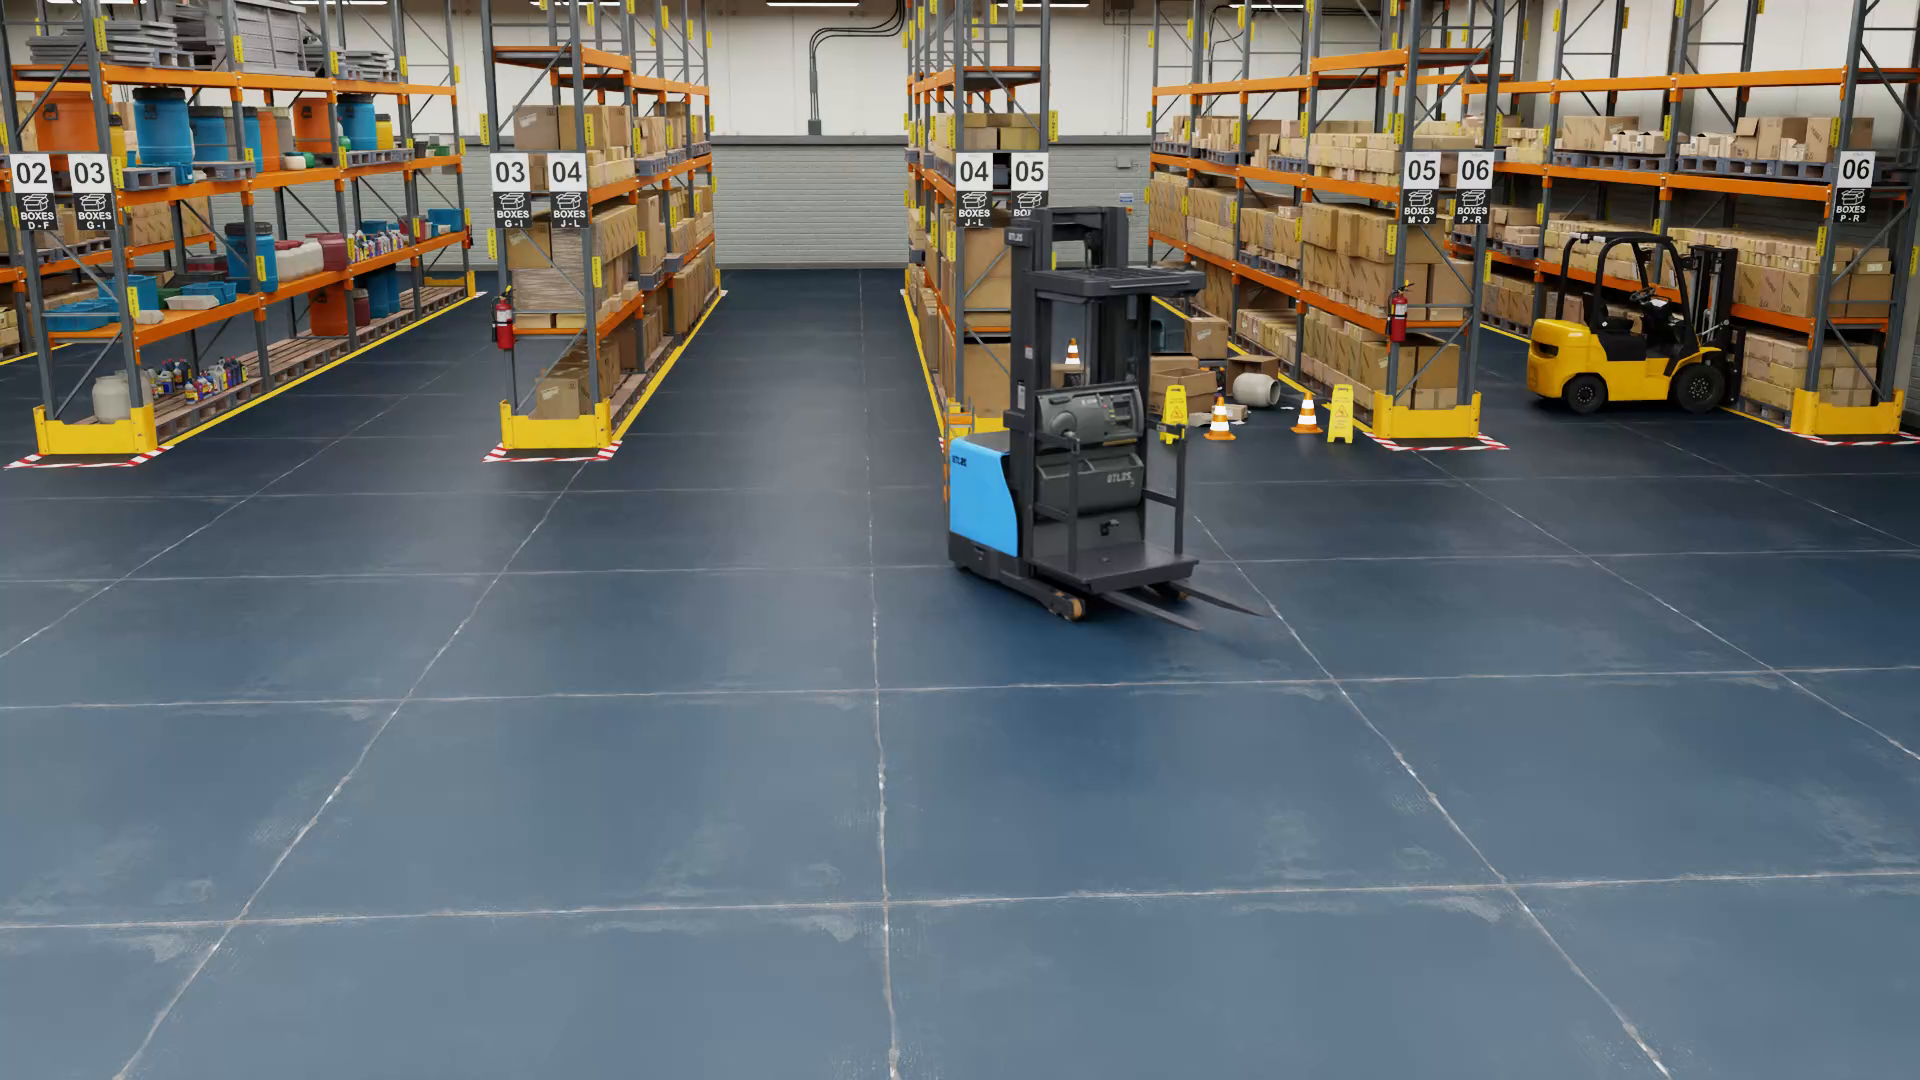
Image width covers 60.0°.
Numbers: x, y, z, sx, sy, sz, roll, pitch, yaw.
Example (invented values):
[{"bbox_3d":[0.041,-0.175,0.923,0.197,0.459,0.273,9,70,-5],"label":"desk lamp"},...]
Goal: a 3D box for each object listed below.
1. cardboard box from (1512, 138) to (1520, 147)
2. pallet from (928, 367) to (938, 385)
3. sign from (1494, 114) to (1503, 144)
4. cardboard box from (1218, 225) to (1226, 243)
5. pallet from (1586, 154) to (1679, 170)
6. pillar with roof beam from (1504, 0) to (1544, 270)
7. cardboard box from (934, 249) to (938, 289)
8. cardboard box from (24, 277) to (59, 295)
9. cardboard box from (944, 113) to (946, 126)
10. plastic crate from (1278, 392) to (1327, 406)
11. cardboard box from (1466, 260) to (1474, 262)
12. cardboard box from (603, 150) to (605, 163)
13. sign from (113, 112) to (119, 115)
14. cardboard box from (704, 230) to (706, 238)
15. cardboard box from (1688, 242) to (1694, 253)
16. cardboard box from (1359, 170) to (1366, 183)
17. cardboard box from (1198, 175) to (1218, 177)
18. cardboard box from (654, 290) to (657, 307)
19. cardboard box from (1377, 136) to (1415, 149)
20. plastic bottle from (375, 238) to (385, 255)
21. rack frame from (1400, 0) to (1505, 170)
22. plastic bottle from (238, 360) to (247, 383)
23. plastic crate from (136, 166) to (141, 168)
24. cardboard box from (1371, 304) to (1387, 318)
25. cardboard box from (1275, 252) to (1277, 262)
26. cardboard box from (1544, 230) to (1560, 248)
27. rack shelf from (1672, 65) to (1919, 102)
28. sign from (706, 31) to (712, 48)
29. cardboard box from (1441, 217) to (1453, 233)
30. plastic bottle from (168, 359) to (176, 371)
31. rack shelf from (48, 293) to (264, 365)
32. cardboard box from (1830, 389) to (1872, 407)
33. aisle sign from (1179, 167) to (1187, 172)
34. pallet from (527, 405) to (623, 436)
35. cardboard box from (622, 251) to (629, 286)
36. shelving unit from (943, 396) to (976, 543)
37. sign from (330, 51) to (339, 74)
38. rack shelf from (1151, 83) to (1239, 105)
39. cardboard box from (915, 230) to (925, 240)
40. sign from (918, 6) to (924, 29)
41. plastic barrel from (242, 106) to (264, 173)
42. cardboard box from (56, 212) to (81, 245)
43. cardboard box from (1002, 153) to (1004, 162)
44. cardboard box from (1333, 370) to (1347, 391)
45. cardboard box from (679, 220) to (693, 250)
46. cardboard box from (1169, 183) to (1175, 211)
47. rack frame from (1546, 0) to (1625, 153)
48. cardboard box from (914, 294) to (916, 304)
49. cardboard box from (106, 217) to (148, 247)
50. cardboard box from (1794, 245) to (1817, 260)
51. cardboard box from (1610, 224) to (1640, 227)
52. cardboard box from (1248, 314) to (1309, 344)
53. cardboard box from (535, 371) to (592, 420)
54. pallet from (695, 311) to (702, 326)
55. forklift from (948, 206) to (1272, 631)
[{"bbox_3d":[9.528,-6.694,28.003,0.380,0.149,0.250,0,14,-2],"label":"cardboard box"},{"bbox_3d":[0.080,-2.382,23.361,1.003,0.211,1.213,-1,14,-3],"label":"pallet"},{"bbox_3d":[5.927,-4.533,18.350,0.100,0.325,0.005,-1,14,-3],"label":"sign"},{"bbox_3d":[4.571,-5.052,27.438,0.500,0.250,0.500,-1,14,-5],"label":"cardboard box"},{"bbox_3d":[10.047,-5.631,24.753,1.003,0.211,1.213,0,14,-1],"label":"pallet"},{"bbox_3d":[6.155,-8.736,30.422,9.100,9.000,0.400,-1,14,-3],"label":"pillar with roof beam"},{"bbox_3d":[-0.096,-3.716,22.748,0.500,0.500,0.500,-1,14,-4],"label":"cardboard box"},{"bbox_3d":[-15.256,-4.196,27.444,0.500,0.250,0.500,-1,14,-4],"label":"cardboard box"},{"bbox_3d":[0.013,-4.911,19.433,0.380,0.149,0.250,-1,14,-4],"label":"cardboard box"},{"bbox_3d":[4.416,-1.826,21.464,0.402,0.080,0.583,-6,16,-23],"label":"plastic crate"},{"bbox_3d":[9.416,-5.004,30.231,0.380,0.149,0.250,-2,15,-6],"label":"cardboard box"},{"bbox_3d":[-4.339,-4.465,19.340,0.380,0.149,0.250,-2,15,-6],"label":"cardboard box"},{"bbox_3d":[-14.583,-7.231,28.764,0.100,0.325,0.005,-1,14,-3],"label":"sign"},{"bbox_3d":[-5.034,-5.825,31.649,0.380,0.149,0.250,-1,14,-5],"label":"cardboard box"},{"bbox_3d":[9.910,-3.871,22.051,0.380,0.149,0.250,-1,14,-4],"label":"cardboard box"},{"bbox_3d":[5.033,-4.383,20.025,0.380,0.149,0.250,-1,14,-5],"label":"cardboard box"},{"bbox_3d":[4.752,-6.879,31.734,0.380,0.149,0.250,-1,14,-4],"label":"cardboard box"},{"bbox_3d":[-4.930,-3.685,25.456,0.500,0.250,0.500,0,14,-1],"label":"cardboard box"},{"bbox_3d":[5.094,-4.637,19.413,0.380,0.149,0.250,-1,14,-3],"label":"cardboard box"},{"bbox_3d":[-9.769,-4.943,27.967,0.152,0.276,0.135,-1,14,-3],"label":"plastic bottle"},{"bbox_3d":[5.385,-5.554,18.053,1.000,3.000,0.127,-1,14,-3],"label":"rack frame"},{"bbox_3d":[-9.338,-2.197,21.613,0.061,0.283,0.133,0,14,-1],"label":"plastic bottle"},{"bbox_3d":[-9.871,-4.367,19.886,0.336,0.188,0.450,-1,14,-3],"label":"plastic crate"},{"bbox_3d":[5.022,-2.678,19.418,0.380,0.149,0.250,-1,14,-4],"label":"cardboard box"},{"bbox_3d":[4.781,-4.103,24.113,0.380,0.149,0.250,-1,14,-3],"label":"cardboard box"},{"bbox_3d":[9.602,-4.771,26.346,0.500,0.250,0.500,-1,14,-3],"label":"cardboard box"},{"bbox_3d":[10.215,-5.587,20.427,1.077,0.370,4.000,-1,14,-3],"label":"rack shelf"},{"bbox_3d":[-4.955,-9.876,32.816,0.100,0.325,0.005,-1,14,-3],"label":"sign"},{"bbox_3d":[9.321,-5.905,31.160,0.500,0.250,0.500,-1,14,-2],"label":"cardboard box"},{"bbox_3d":[-10.061,-2.137,21.245,0.144,0.351,0.185,0,14,-2],"label":"plastic bottle"},{"bbox_3d":[-9.573,-2.568,19.931,1.077,0.370,4.000,-1,14,-3],"label":"rack shelf"},{"bbox_3d":[10.504,-1.723,19.878,0.500,0.250,0.500,-1,14,-3],"label":"cardboard box"},{"bbox_3d":[4.699,-7.909,34.030,0.394,0.787,0.004,-1,14,-3],"label":"aisle sign"},{"bbox_3d":[-4.525,-1.367,19.414,1.003,0.211,1.213,-1,14,-3],"label":"pallet"},{"bbox_3d":[-4.787,-3.570,21.584,0.875,0.500,0.500,-1,14,-3],"label":"cardboard box"},{"bbox_3d":[-0.010,-0.622,14.537,0.258,1.200,0.503,-1,14,-3],"label":"shelving unit"},{"bbox_3d":[-9.396,-7.168,24.974,0.100,0.325,0.005,-1,14,-3],"label":"sign"},{"bbox_3d":[4.518,-8.494,31.725,1.077,0.370,4.000,-1,14,-3],"label":"rack shelf"},{"bbox_3d":[-0.530,-4.878,26.530,0.380,0.149,0.250,-1,14,-2],"label":"cardboard box"},{"bbox_3d":[-0.586,-7.922,25.223,0.100,0.325,0.005,-1,14,-3],"label":"sign"},{"bbox_3d":[-10.026,-5.558,23.082,0.600,0.901,0.708,-1,14,-3],"label":"plastic barrel"},{"bbox_3d":[-14.966,-5.141,27.445,0.700,0.500,0.500,-5,15,-18],"label":"cardboard box"},{"bbox_3d":[0.687,-4.471,19.325,0.380,0.149,0.250,-1,14,-3],"label":"cardboard box"},{"bbox_3d":[5.004,-1.976,20.862,0.500,0.250,0.500,-1,14,-5],"label":"cardboard box"},{"bbox_3d":[-4.924,-5.293,28.878,0.500,0.500,0.500,0,14,-2],"label":"cardboard box"},{"bbox_3d":[4.273,-6.531,31.684,0.500,0.500,0.500,-1,14,-3],"label":"cardboard box"},{"bbox_3d":[9.844,-7.621,26.087,1.000,3.000,0.127,-1,14,-3],"label":"rack frame"},{"bbox_3d":[-0.657,-4.446,30.666,0.380,0.149,0.250,-1,14,-3],"label":"cardboard box"},{"bbox_3d":[-14.896,-5.507,29.711,0.500,0.500,0.500,-1,14,-2],"label":"cardboard box"},{"bbox_3d":[10.060,-3.379,19.541,0.380,0.149,0.250,-1,14,-3],"label":"cardboard box"},{"bbox_3d":[10.172,-4.746,25.448,0.380,0.149,0.250,-1,14,-4],"label":"cardboard box"},{"bbox_3d":[4.968,-3.245,25.549,0.950,0.372,0.625,-1,14,-5],"label":"cardboard box"},{"bbox_3d":[-4.528,-1.644,19.069,0.500,0.500,0.500,2,15,7],"label":"cardboard box"},{"bbox_3d":[-5.126,-3.939,29.411,1.003,0.211,1.213,-1,14,-3],"label":"pallet"},{"bbox_3d":[1.102,-0.958,12.367,1.130,2.935,3.031,-9,17,-30],"label":"forklift"}]
